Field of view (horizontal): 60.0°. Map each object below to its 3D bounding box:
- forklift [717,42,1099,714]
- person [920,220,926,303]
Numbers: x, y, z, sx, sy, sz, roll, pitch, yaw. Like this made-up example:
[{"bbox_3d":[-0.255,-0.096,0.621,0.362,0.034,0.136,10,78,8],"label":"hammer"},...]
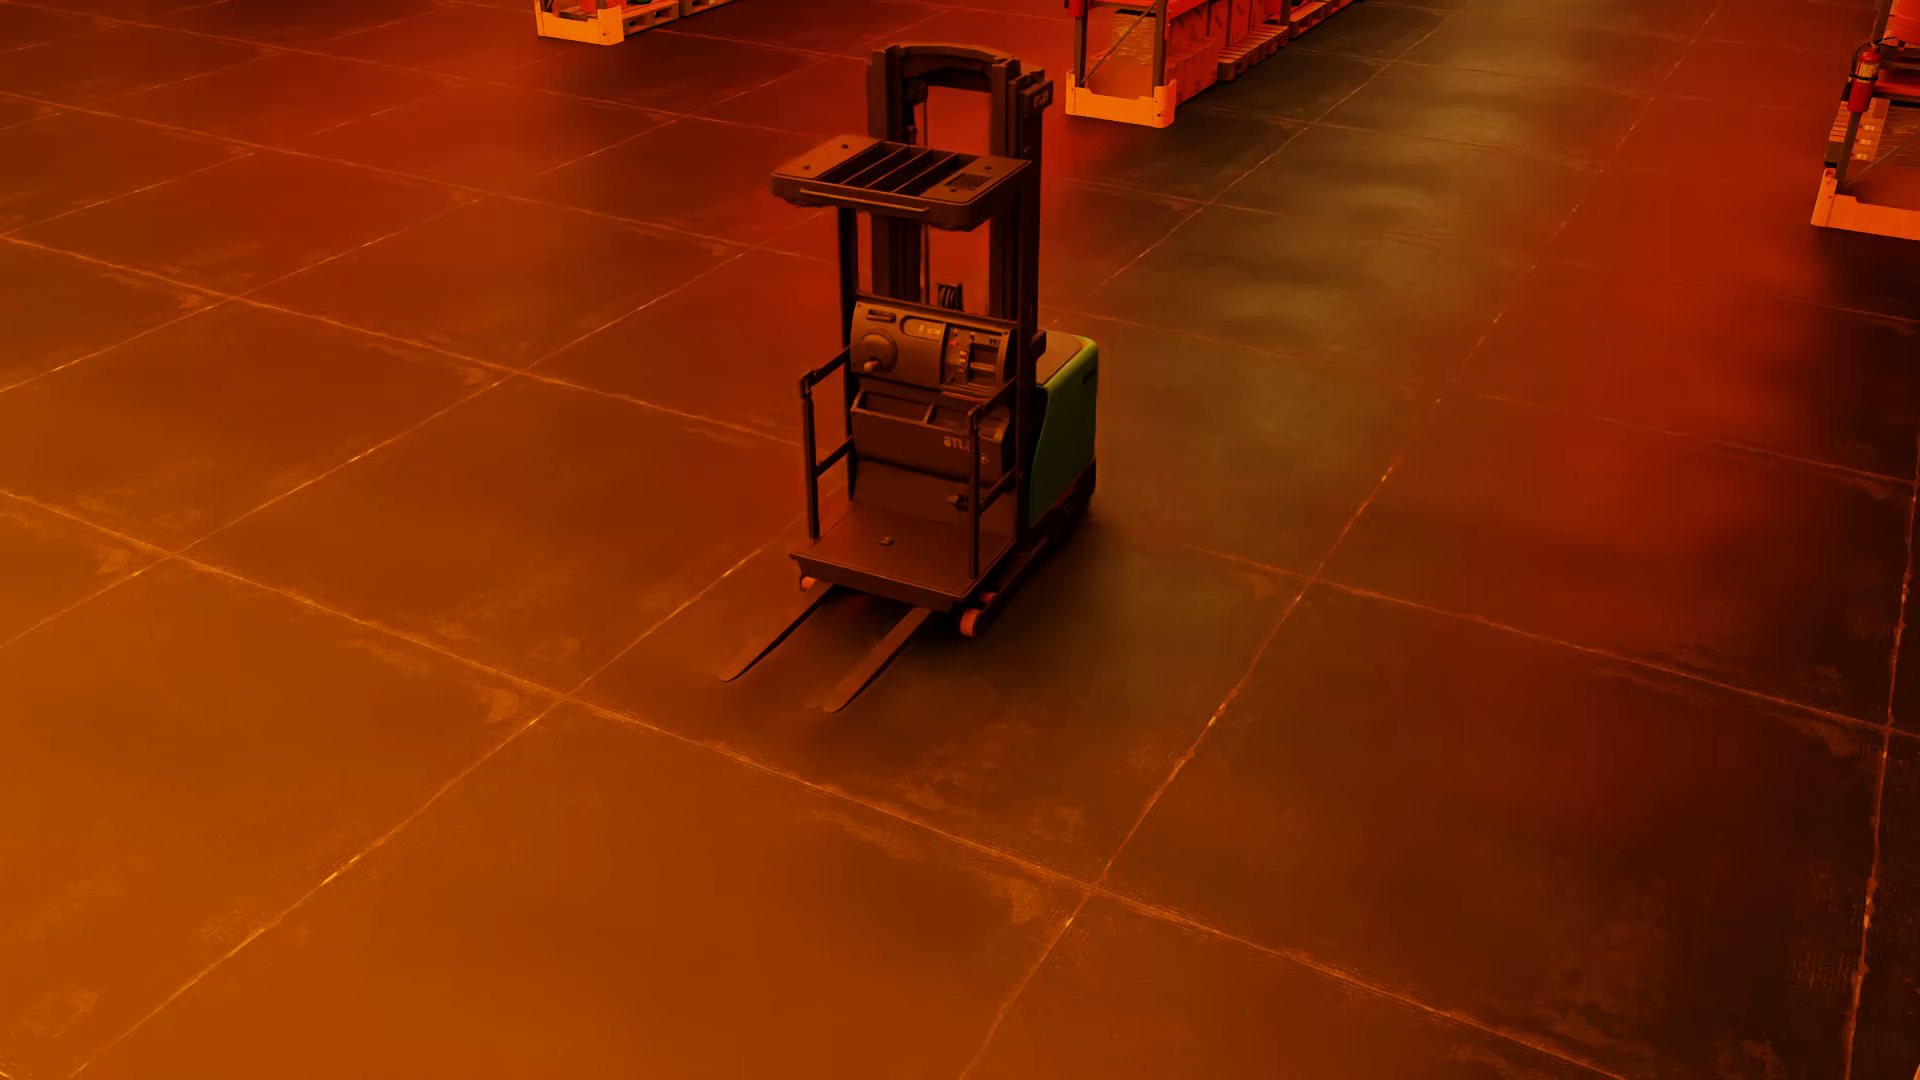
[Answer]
[{"bbox_3d":[-0.256,-0.986,8.779,1.130,2.935,3.031,14,33,22],"label":"forklift"},{"bbox_3d":[-0.338,-1.855,11.605,0.359,1.612,0.503,-6,31,-11],"label":"person"}]
